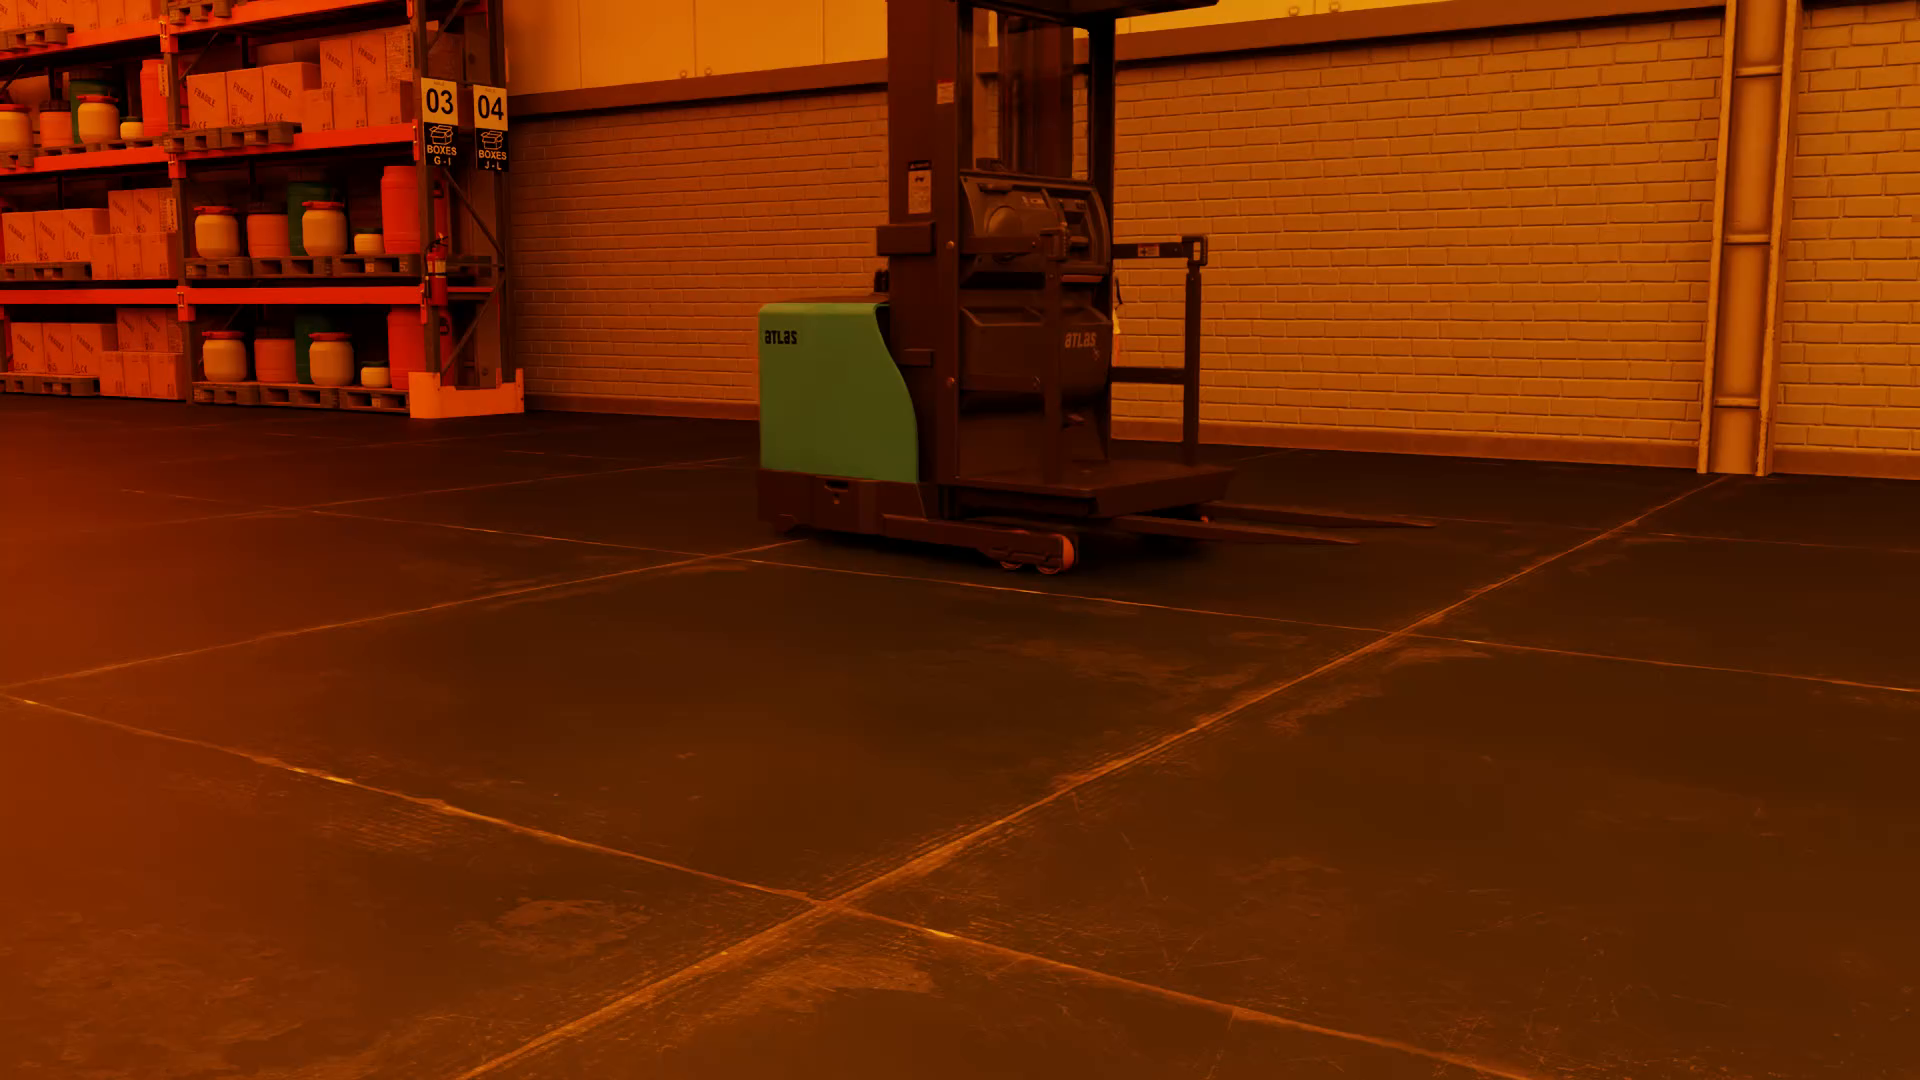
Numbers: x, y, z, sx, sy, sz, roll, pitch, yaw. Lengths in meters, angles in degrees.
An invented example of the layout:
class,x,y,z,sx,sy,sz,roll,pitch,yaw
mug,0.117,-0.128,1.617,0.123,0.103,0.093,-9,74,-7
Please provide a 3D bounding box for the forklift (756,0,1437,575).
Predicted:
class,x,y,z,sx,sy,sz,roll,pitch,yaw
forklift,0.491,-1.394,6.997,3.031,2.935,1.130,7,11,41

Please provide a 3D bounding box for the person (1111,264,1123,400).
class,x,y,z,sx,sy,sz,roll,pitch,yaw
person,0.730,-1.064,9.120,0.529,1.670,0.599,6,10,38
